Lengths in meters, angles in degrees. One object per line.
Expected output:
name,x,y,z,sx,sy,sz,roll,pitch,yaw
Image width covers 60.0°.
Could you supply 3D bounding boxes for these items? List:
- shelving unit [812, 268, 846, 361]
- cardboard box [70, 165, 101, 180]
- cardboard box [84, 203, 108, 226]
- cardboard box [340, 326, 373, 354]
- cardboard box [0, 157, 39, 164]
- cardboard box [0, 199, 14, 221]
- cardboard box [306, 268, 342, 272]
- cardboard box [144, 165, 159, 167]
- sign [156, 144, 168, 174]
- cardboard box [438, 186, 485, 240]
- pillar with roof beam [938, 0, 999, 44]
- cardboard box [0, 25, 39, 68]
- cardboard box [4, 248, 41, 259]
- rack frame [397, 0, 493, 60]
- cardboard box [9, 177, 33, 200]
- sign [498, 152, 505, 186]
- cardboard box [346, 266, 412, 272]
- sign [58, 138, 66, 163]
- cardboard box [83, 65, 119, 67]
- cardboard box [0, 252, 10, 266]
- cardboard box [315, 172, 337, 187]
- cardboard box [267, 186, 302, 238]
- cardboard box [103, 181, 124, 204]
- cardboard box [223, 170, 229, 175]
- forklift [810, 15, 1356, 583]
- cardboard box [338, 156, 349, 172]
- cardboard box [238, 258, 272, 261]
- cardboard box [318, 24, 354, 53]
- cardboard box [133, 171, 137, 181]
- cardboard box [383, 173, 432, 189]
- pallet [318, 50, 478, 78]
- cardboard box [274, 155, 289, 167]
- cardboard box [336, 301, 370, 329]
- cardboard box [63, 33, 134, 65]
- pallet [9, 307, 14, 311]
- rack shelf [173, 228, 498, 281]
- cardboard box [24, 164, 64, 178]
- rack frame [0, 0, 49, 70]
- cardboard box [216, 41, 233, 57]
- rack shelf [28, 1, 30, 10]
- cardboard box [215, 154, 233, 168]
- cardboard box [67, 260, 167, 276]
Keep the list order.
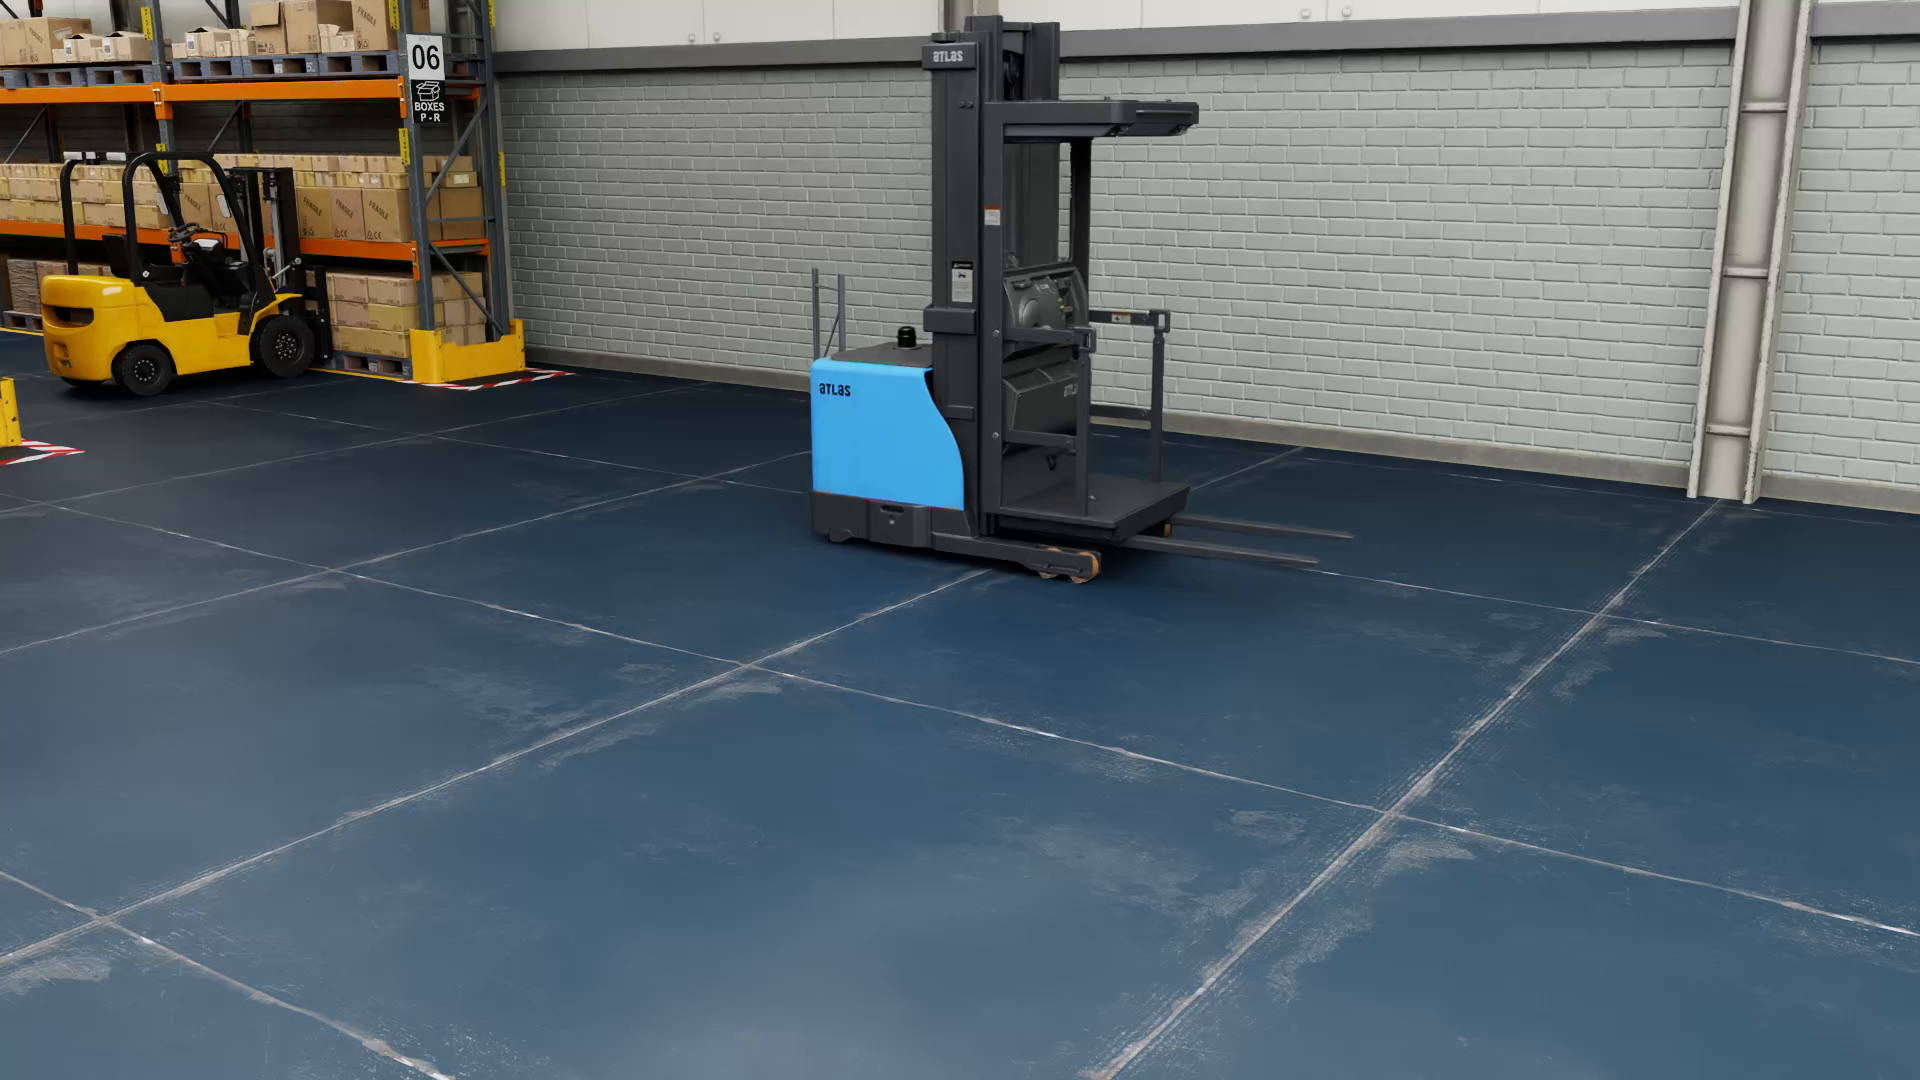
shelving unit,-0.361,-0.994,10.718,1.048,1.500,0.538,-6,15,-24
cardboard box,-9.904,-4.168,18.862,0.250,0.149,0.380,9,16,31
cardboard box,-9.536,-3.700,18.838,0.500,0.250,0.500,9,17,33
cardboard box,-5.811,-2.019,16.586,0.500,0.250,0.500,9,17,33
cardboard box,-11.815,-4.507,20.705,0.500,0.500,0.500,10,17,35
cardboard box,-11.244,-3.973,19.944,0.500,0.250,0.500,9,17,33
cardboard box,-6.661,-2.638,17.005,0.500,0.250,0.500,9,16,32
cardboard box,-9.144,-4.220,19.070,0.250,0.149,0.380,9,17,33
sign,-8.451,-4.032,17.624,0.005,0.325,0.100,9,17,33
cardboard box,-5.094,-3.252,16.509,0.500,0.500,0.500,10,17,35
pillar with roof beam,-2.336,-4.604,9.693,0.400,9.000,9.100,9,17,33
cardboard box,-11.011,-5.766,19.339,0.500,0.500,0.500,9,17,33
cardboard box,-11.940,-3.633,21.234,0.250,0.149,0.380,10,17,35
rack frame,-4.837,-5.994,15.308,0.127,3.000,1.000,9,17,33
cardboard box,-10.829,-4.149,19.612,0.500,0.250,0.500,10,17,35
sign,-4.523,-3.650,16.359,0.005,0.325,0.100,9,17,33
cardboard box,-5.956,-2.674,17.149,0.500,0.250,0.500,9,17,32
sign,-11.169,-4.828,20.673,0.005,0.325,0.100,9,17,33
cardboard box,-9.991,-5.572,19.252,0.250,0.166,0.380,9,17,33
cardboard box,-12.027,-3.475,20.598,0.250,0.149,0.380,8,16,30
cardboard box,-6.139,-3.573,16.456,0.250,0.149,0.380,9,16,31
cardboard box,-6.666,-3.349,16.901,0.500,0.500,0.500,9,17,33
cardboard box,-9.138,-3.870,18.487,0.500,0.250,0.500,9,16,31
cardboard box,-7.428,-3.774,17.270,0.250,0.149,0.380,10,17,34
forklift,0.660,-1.339,9.131,3.031,2.935,1.130,8,16,29
cardboard box,-5.872,-3.700,16.351,0.250,0.149,0.380,9,17,33
cardboard box,-7.640,-2.945,18.245,0.500,0.250,0.500,10,17,34
cardboard box,-5.905,-4.809,15.964,0.258,0.266,0.396,9,17,33
cardboard box,-8.962,-4.057,18.412,0.250,0.149,0.380,9,17,33
cardboard box,-5.281,-3.436,15.901,0.250,0.149,0.380,9,17,34
pallet,-5.410,-4.595,16.083,1.213,0.211,1.003,9,17,33
cardboard box,-6.728,-3.837,16.904,0.250,0.149,0.380,9,17,33
cardboard box,-5.826,-2.266,16.541,0.500,0.250,0.500,9,17,32
cardboard box,-9.530,-5.435,18.395,0.500,0.311,0.500,9,16,31
pallet,-12.074,-2.908,21.133,1.213,0.211,1.003,9,17,33
rack shelf,-6.497,-3.001,17.199,4.000,0.370,1.077,9,17,33
cardboard box,-10.702,-4.319,19.470,0.250,0.149,0.380,9,17,33
rack frame,-11.476,-7.066,19.642,0.127,3.000,1.000,9,17,33
cardboard box,-7.316,-4.981,16.899,0.250,0.149,0.380,10,17,34
rack shelf,-13.135,-6.791,20.860,4.000,0.370,1.077,9,17,33
cardboard box,-7.574,-3.974,17.459,0.250,0.149,0.380,9,16,32
cardboard box,-9.860,-2.943,19.537,0.625,0.625,0.875,8,16,31
